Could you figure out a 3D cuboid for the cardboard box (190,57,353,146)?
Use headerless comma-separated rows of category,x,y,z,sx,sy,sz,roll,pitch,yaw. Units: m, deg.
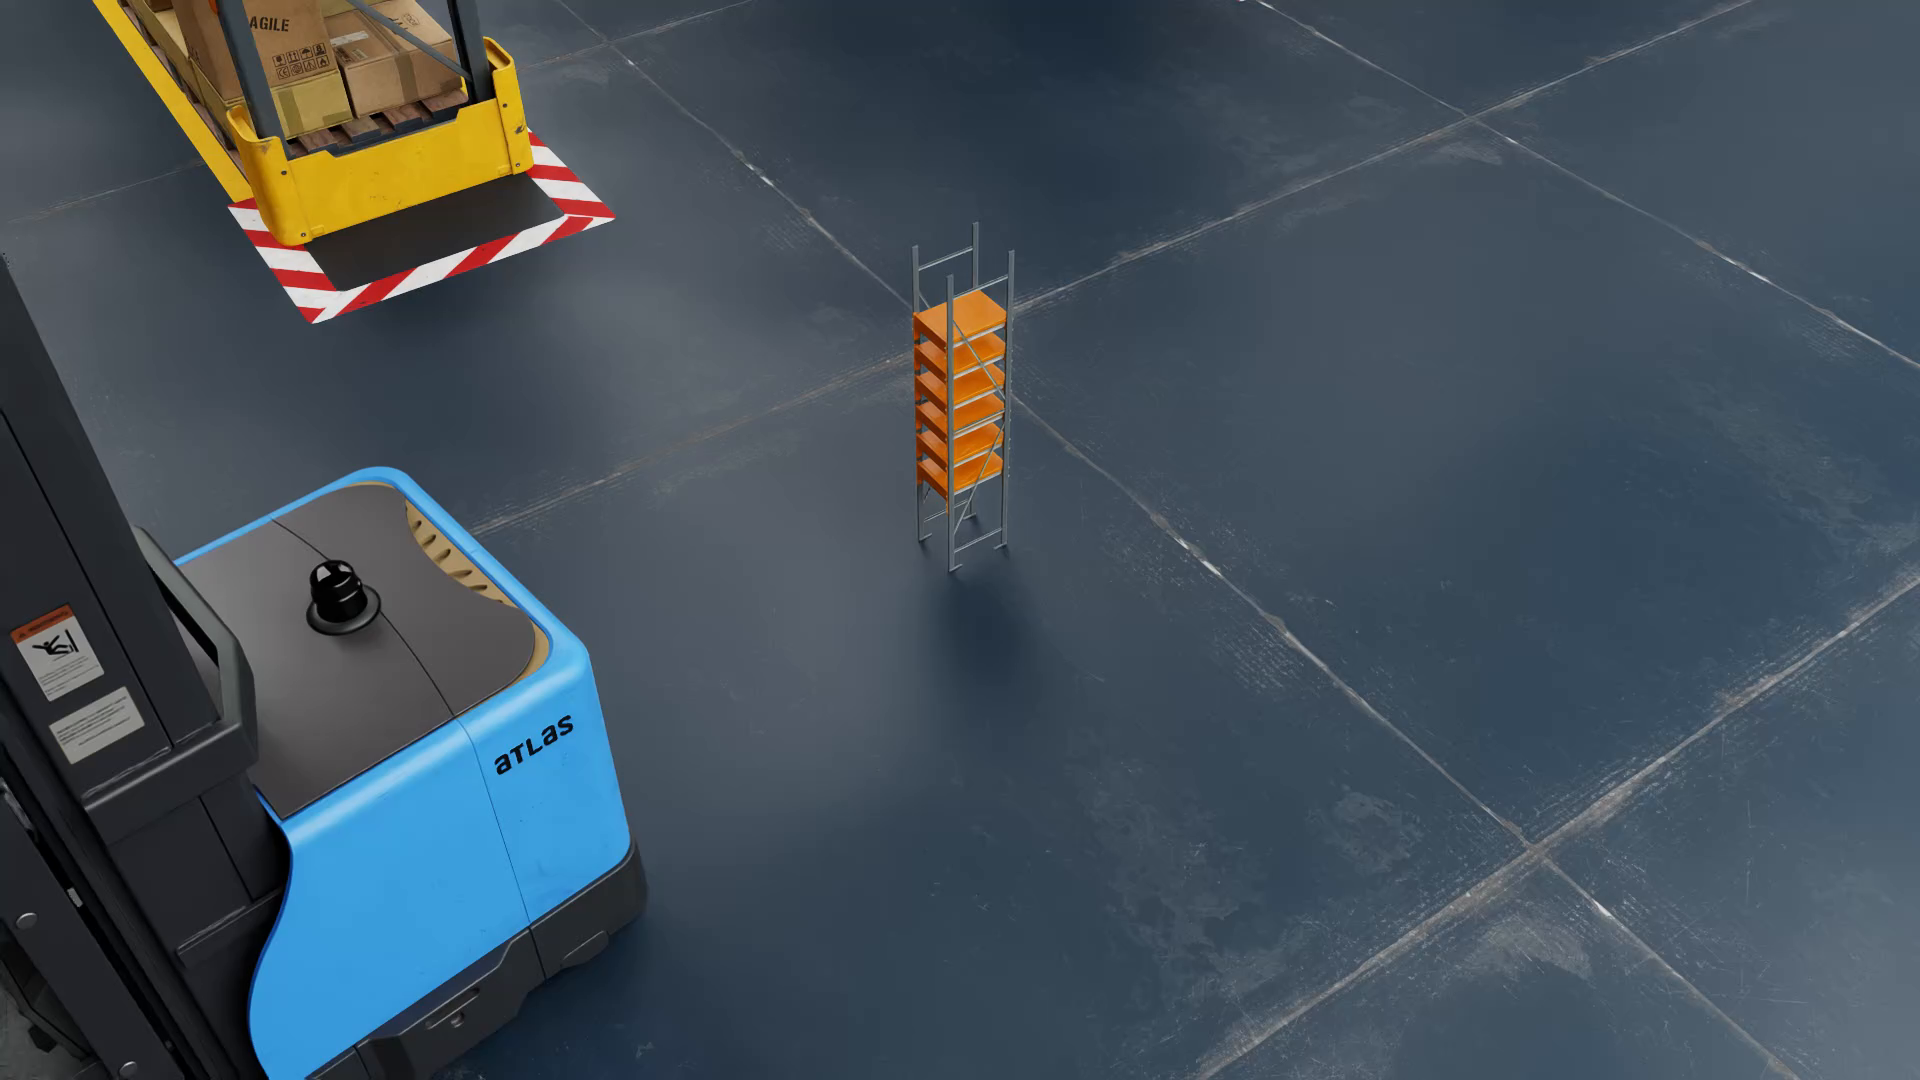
cardboard box,-3.044,-1.999,7.359,0.500,0.250,0.500,-26,49,-24

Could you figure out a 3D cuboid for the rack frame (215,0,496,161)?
rack frame,-2.495,-2.655,6.358,1.000,3.000,0.127,-26,49,-24

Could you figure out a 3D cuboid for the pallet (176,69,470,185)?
pallet,-2.967,-2.063,7.758,1.003,0.211,1.213,-26,49,-24

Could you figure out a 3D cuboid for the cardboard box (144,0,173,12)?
cardboard box,-3.630,-2.830,7.686,0.500,0.500,0.500,-26,49,-24

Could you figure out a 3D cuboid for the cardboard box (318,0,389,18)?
cardboard box,-2.907,-2.757,7.610,0.500,0.500,0.500,-26,49,-24

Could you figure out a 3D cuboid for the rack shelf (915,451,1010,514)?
rack shelf,0.008,-0.220,5.524,0.258,0.103,0.180,-26,49,-24

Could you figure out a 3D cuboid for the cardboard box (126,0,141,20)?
cardboard box,-3.912,-2.844,8.244,0.500,0.250,0.500,-26,49,-24

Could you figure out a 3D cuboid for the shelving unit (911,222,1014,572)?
shelving unit,0.008,-0.426,5.327,0.258,1.200,0.189,-26,49,-24

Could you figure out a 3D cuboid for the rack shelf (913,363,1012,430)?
rack shelf,0.008,-0.480,5.275,0.258,0.103,0.180,-26,49,-24

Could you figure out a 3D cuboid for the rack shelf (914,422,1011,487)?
rack shelf,0.008,-0.307,5.441,0.258,0.103,0.180,-26,49,-24

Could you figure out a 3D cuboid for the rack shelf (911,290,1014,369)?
rack shelf,0.008,-0.654,5.109,0.258,0.103,0.180,-26,49,-24

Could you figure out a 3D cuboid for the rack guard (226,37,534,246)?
rack guard,-2.482,-1.737,7.207,1.175,0.500,0.348,-26,49,-24

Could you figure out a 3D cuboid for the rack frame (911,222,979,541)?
rack frame,-0.044,-0.478,5.381,0.240,1.200,0.006,-26,49,-24

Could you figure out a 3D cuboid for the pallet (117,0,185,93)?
pallet,-3.661,-2.753,8.481,1.003,0.211,1.213,-26,49,-24

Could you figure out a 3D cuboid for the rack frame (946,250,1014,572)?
rack frame,0.061,-0.374,5.273,0.240,1.200,0.006,-26,49,-24

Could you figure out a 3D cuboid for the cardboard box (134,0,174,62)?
cardboard box,-3.628,-2.560,7.946,0.500,0.250,0.500,-26,49,-24

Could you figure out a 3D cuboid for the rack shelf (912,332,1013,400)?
rack shelf,0.008,-0.567,5.192,0.258,0.103,0.180,-26,49,-24

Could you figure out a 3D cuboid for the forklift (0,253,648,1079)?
forklift,-2.289,0.431,3.176,3.031,2.935,1.130,-33,53,-30

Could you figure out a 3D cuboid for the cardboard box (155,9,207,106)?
cardboard box,-3.340,-2.277,7.650,0.500,0.250,0.500,-26,49,-24

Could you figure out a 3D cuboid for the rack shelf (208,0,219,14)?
rack shelf,-3.639,-3.527,7.793,1.077,0.370,4.000,-26,49,-24

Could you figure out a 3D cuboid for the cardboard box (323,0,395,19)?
cardboard box,-2.909,-2.485,7.868,0.500,0.250,0.500,-26,49,-24

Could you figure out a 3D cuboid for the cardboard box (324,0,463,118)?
cardboard box,-2.620,-2.204,7.573,0.500,0.250,0.500,-26,49,-24

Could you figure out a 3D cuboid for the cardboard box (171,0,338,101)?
cardboard box,-3.046,-2.269,7.099,0.500,0.500,0.500,-26,49,-24

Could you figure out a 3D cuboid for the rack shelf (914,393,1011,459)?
rack shelf,0.008,-0.394,5.358,0.258,0.103,0.180,-26,49,-24
